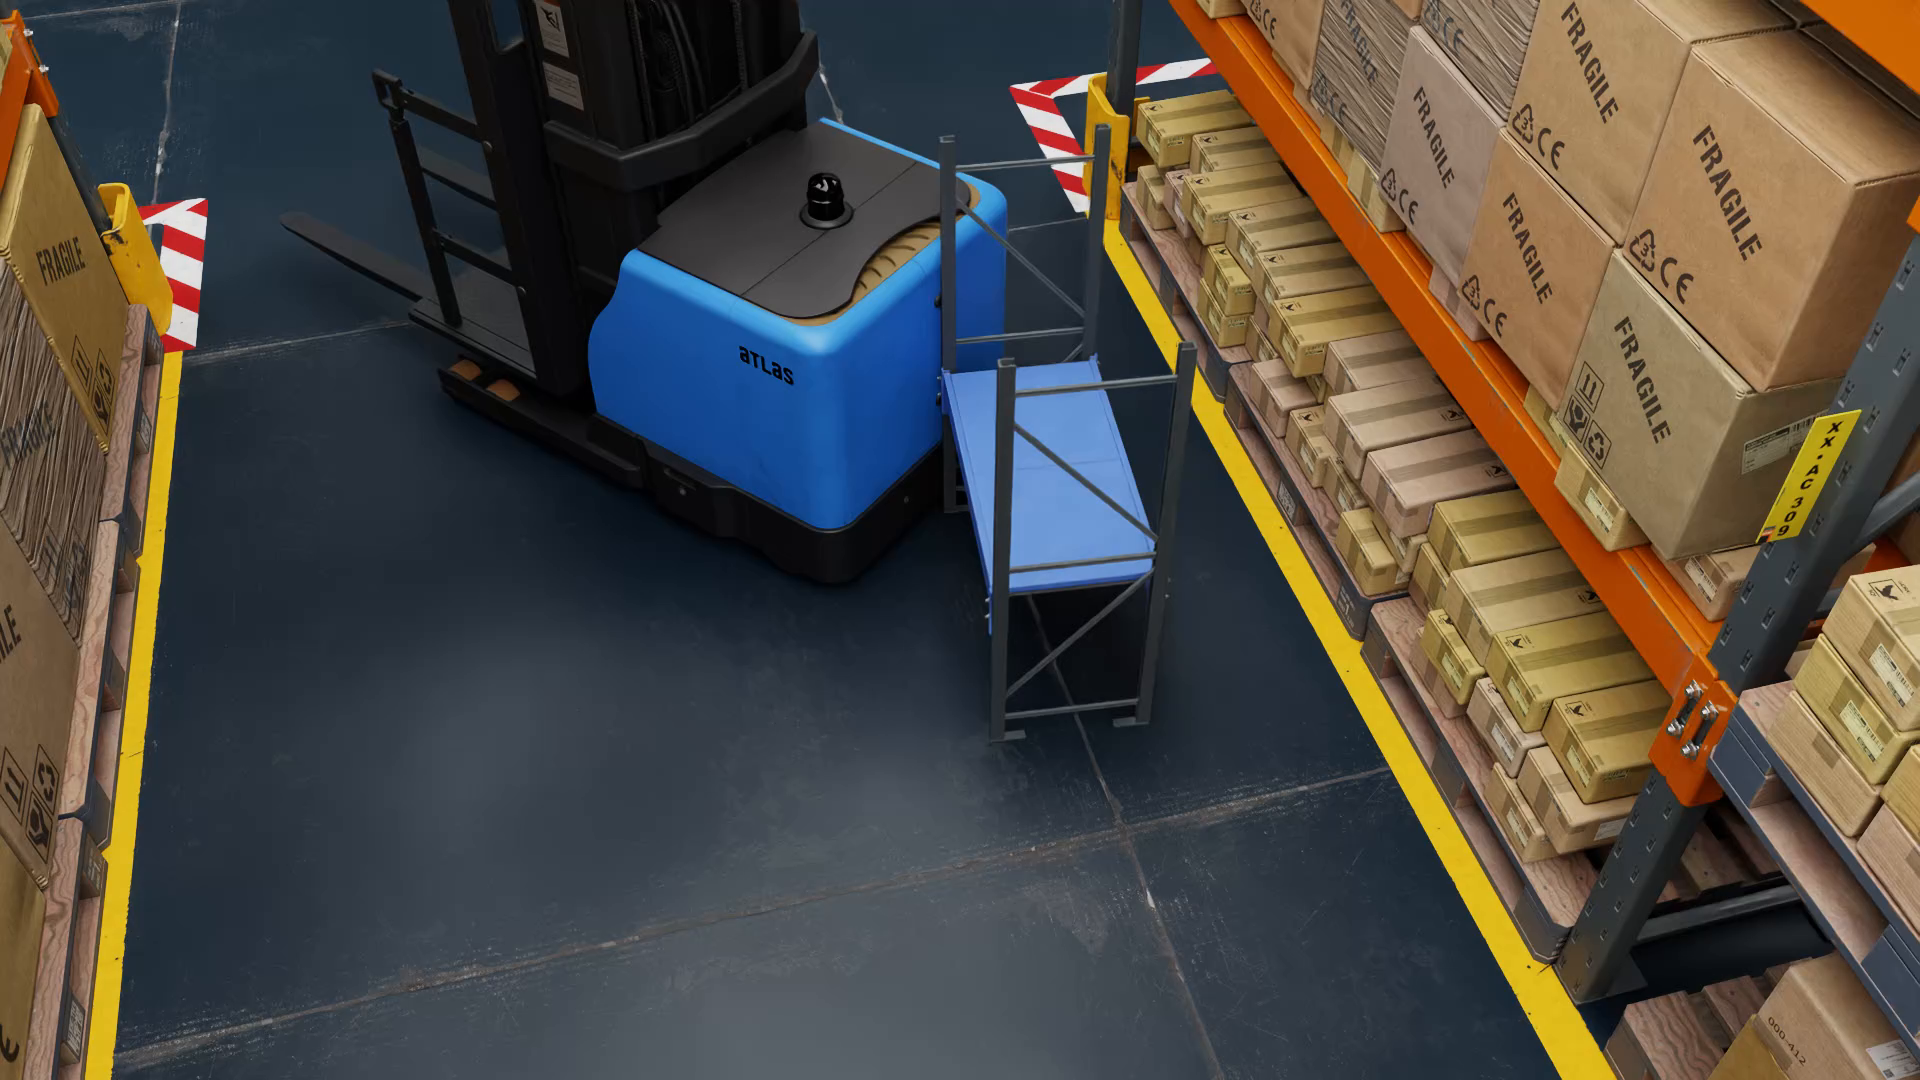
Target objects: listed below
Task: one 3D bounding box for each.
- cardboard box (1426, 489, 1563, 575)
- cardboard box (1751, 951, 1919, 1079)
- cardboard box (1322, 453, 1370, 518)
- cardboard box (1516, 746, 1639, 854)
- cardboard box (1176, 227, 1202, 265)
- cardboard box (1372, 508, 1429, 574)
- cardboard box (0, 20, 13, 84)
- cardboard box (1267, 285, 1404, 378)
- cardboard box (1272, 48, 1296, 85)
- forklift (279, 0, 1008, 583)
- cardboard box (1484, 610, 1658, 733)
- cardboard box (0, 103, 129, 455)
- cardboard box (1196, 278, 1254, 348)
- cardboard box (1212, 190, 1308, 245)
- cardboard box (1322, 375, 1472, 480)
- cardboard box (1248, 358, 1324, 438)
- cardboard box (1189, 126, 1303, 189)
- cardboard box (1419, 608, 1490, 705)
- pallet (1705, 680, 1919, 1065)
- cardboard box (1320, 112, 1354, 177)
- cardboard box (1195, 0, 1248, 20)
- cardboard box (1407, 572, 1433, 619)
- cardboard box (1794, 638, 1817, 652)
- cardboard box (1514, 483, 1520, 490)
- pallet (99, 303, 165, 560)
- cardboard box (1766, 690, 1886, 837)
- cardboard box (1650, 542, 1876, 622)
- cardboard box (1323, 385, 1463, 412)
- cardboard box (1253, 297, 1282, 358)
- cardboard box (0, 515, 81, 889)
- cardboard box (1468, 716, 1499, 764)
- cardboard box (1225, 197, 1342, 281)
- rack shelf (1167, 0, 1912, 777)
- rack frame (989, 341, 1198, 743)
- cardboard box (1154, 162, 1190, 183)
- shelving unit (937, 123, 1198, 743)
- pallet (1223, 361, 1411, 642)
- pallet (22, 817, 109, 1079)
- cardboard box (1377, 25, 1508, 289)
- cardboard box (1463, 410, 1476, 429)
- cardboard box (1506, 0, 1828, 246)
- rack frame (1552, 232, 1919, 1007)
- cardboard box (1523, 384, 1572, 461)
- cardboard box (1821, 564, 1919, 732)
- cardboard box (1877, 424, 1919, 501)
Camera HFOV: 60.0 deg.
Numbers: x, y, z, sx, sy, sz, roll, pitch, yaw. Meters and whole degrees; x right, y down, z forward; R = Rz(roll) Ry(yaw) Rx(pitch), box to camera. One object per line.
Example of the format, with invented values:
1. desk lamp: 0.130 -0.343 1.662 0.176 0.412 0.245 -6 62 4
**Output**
1. cardboard box: 1.625 -0.006 4.941 0.380 0.149 0.250 -9 46 -9
2. cardboard box: 2.067 1.106 3.497 0.500 0.250 0.500 -13 47 -12
3. cardboard box: 1.437 -0.182 5.530 0.380 0.149 0.250 -10 46 -10
4. cardboard box: 1.745 0.670 4.487 0.380 0.149 0.250 -10 46 -10
5. cardboard box: 1.080 -1.242 6.569 0.380 0.149 0.250 -11 47 -10
6. cardboard box: 1.525 -0.060 5.202 0.380 0.149 0.250 -10 46 -9
7. cardboard box: -3.302 -1.569 5.363 0.380 0.149 0.250 -10 46 -10
8. cardboard box: 1.271 -0.708 5.629 0.380 0.149 0.250 -10 46 -10
9. cardboard box: 1.242 -1.598 5.392 0.380 0.149 0.250 -11 47 -11
10. forklift: -1.326 -1.734 5.397 3.031 2.935 1.130 27 51 24
11. cardboard box: 1.687 0.358 4.585 0.380 0.149 0.250 -10 46 -10
12. cardboard box: -3.470 -0.818 5.645 0.875 0.875 0.875 -11 47 -10
13. cardboard box: 1.110 -0.876 6.210 0.380 0.149 0.250 -10 46 -10
14. cardboard box: 1.159 -1.172 6.292 0.380 0.149 0.250 -10 46 -10
15. cardboard box: 1.386 -0.360 5.288 0.380 0.149 0.250 -12 47 -12
16. cardboard box: 1.247 -0.529 5.870 0.380 0.149 0.250 -13 47 -12
17. cardboard box: 1.102 -1.444 6.351 0.380 0.149 0.250 -10 46 -10
18. cardboard box: 1.578 0.303 4.846 0.380 0.149 0.250 -12 47 -12
19. pallet: 2.188 0.704 3.094 1.003 0.211 1.213 -11 47 -10
20. cardboard box: 1.324 -1.240 5.041 0.380 0.149 0.250 -9 46 -9
21. cardboard box: 0.998 -1.944 5.731 0.380 0.149 0.250 -12 47 -11
22. cardboard box: 1.638 0.155 5.200 0.380 0.149 0.250 -12 47 -11
23. cardboard box: 2.232 0.248 4.692 0.380 0.149 0.250 -9 46 -8
24. cardboard box: 1.987 -0.181 5.321 0.380 0.149 0.250 -9 46 -8
25. pallet: -3.431 -0.328 5.924 1.003 0.211 1.213 -11 47 -10
26. cardboard box: 1.789 0.379 3.160 0.380 0.149 0.250 -13 47 -12
27. cardboard box: 1.834 0.016 3.810 0.380 0.149 0.250 -11 47 -11
28. cardboard box: 1.449 -0.441 5.576 0.380 0.149 0.250 -9 46 -8
29. cardboard box: 1.279 -0.809 5.936 0.380 0.149 0.250 -13 47 -12
30. cardboard box: -3.009 0.425 4.427 0.875 0.875 0.875 -11 47 -10
31. cardboard box: 1.718 0.530 4.832 0.380 0.149 0.250 -10 46 -9
32. cardboard box: 1.186 -1.091 6.004 0.380 0.149 0.250 -13 47 -12
33. rack shelf: 1.621 -1.047 5.179 1.077 0.370 4.000 -11 47 -10
34. rack frame: 0.340 0.066 4.635 0.500 1.500 0.032 -6 46 -6
35. cardboard box: 0.995 -1.524 6.637 0.380 0.149 0.250 -9 46 -9
36. shelving unit: 0.265 -0.293 4.987 0.538 1.500 1.048 -6 46 -6
37. pallet: 1.611 -0.243 5.840 1.003 0.211 1.213 -11 47 -10
38. pallet: -2.806 1.356 4.273 1.003 0.211 1.213 -11 47 -10
39. cardboard box: 1.478 -1.041 4.392 0.500 0.500 0.500 -11 47 -11
40. cardboard box: 1.838 -0.433 5.776 0.380 0.149 0.250 -9 46 -9
41. cardboard box: 1.614 -1.038 3.688 0.500 0.500 0.500 -12 47 -12
42. rack frame: 2.133 0.082 3.569 1.000 3.000 0.127 -11 47 -10
43. cardboard box: 1.652 -0.337 4.156 0.380 0.149 0.250 -9 46 -9
44. cardboard box: 1.789 0.171 2.947 0.380 0.149 0.250 -9 46 -8
45. cardboard box: 2.250 -0.445 3.807 0.500 0.500 0.500 -11 47 -11
